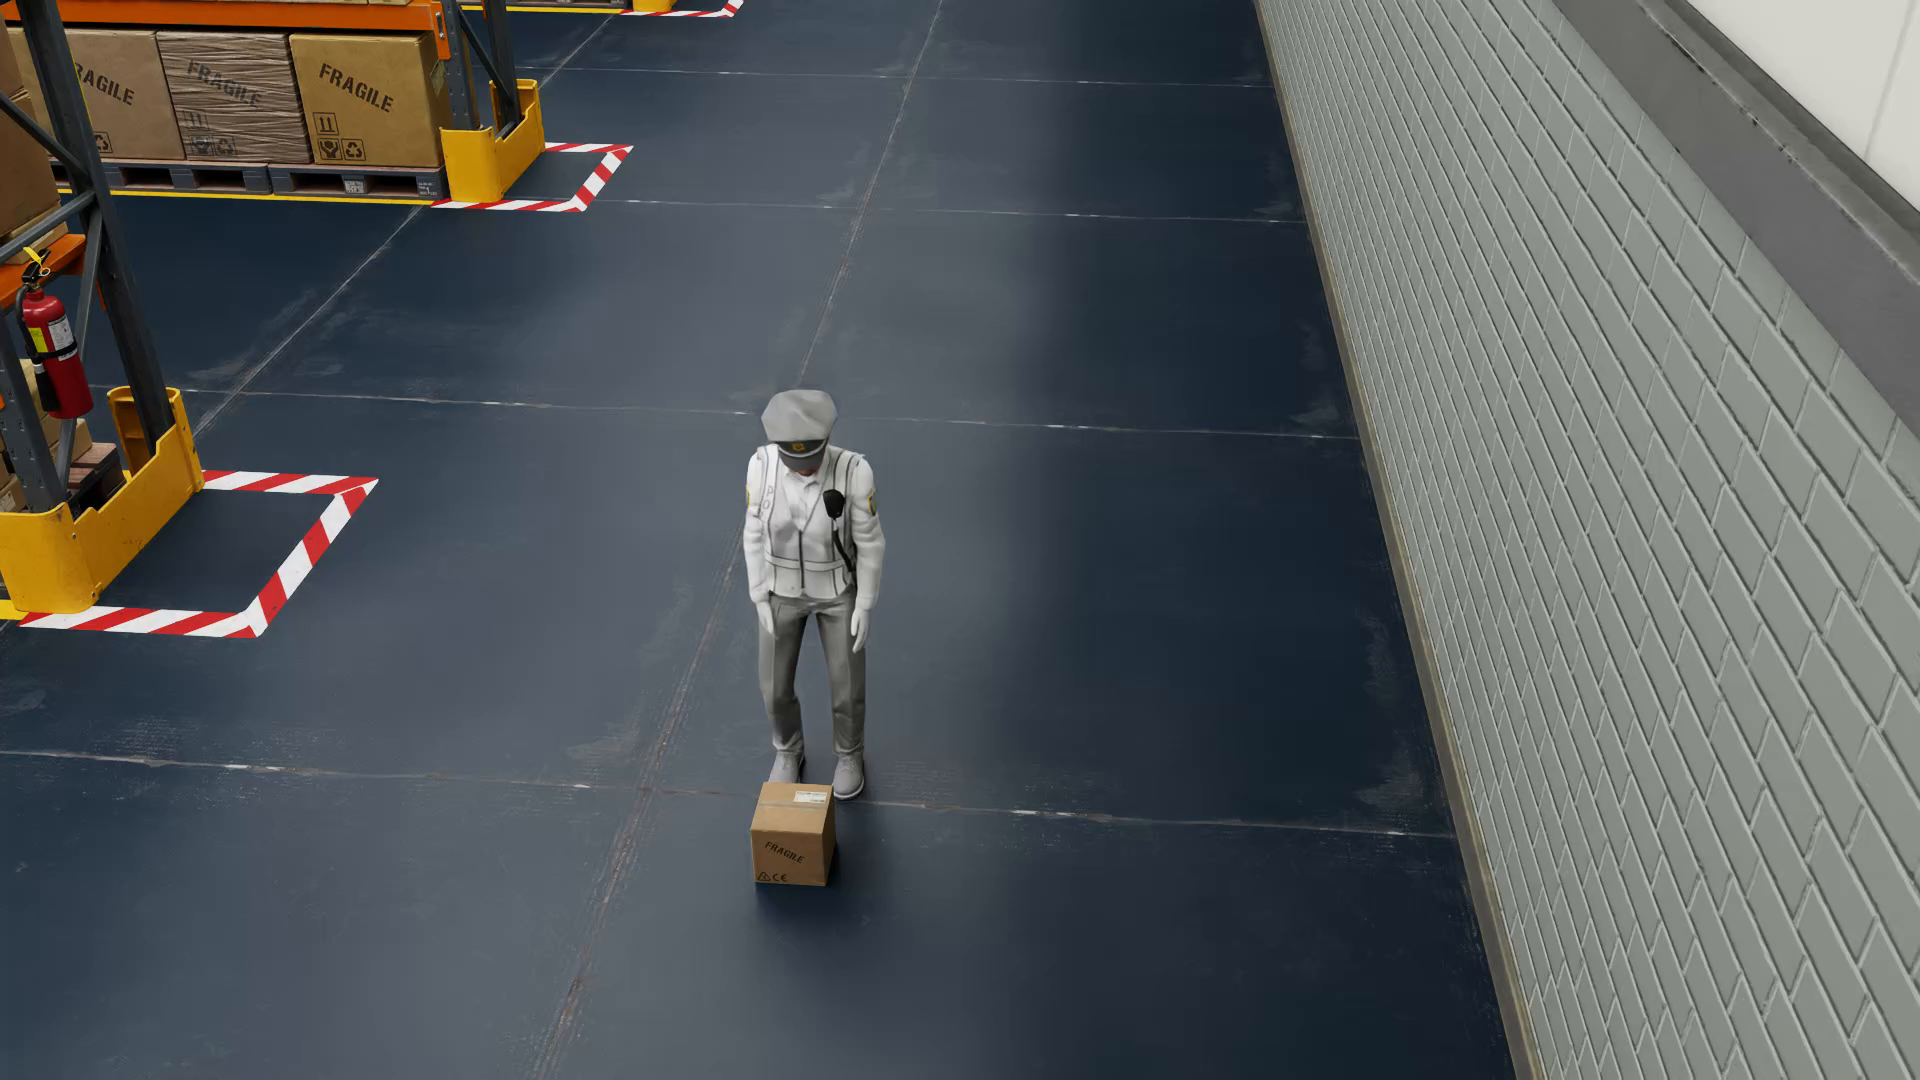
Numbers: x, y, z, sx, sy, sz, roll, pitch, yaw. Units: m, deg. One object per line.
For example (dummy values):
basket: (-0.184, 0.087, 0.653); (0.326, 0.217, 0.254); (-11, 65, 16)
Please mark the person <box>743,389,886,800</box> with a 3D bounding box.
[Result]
person: (-0.507, 0.209, 5.843); (0.496, 1.636, 0.428); (3, 32, 5)
